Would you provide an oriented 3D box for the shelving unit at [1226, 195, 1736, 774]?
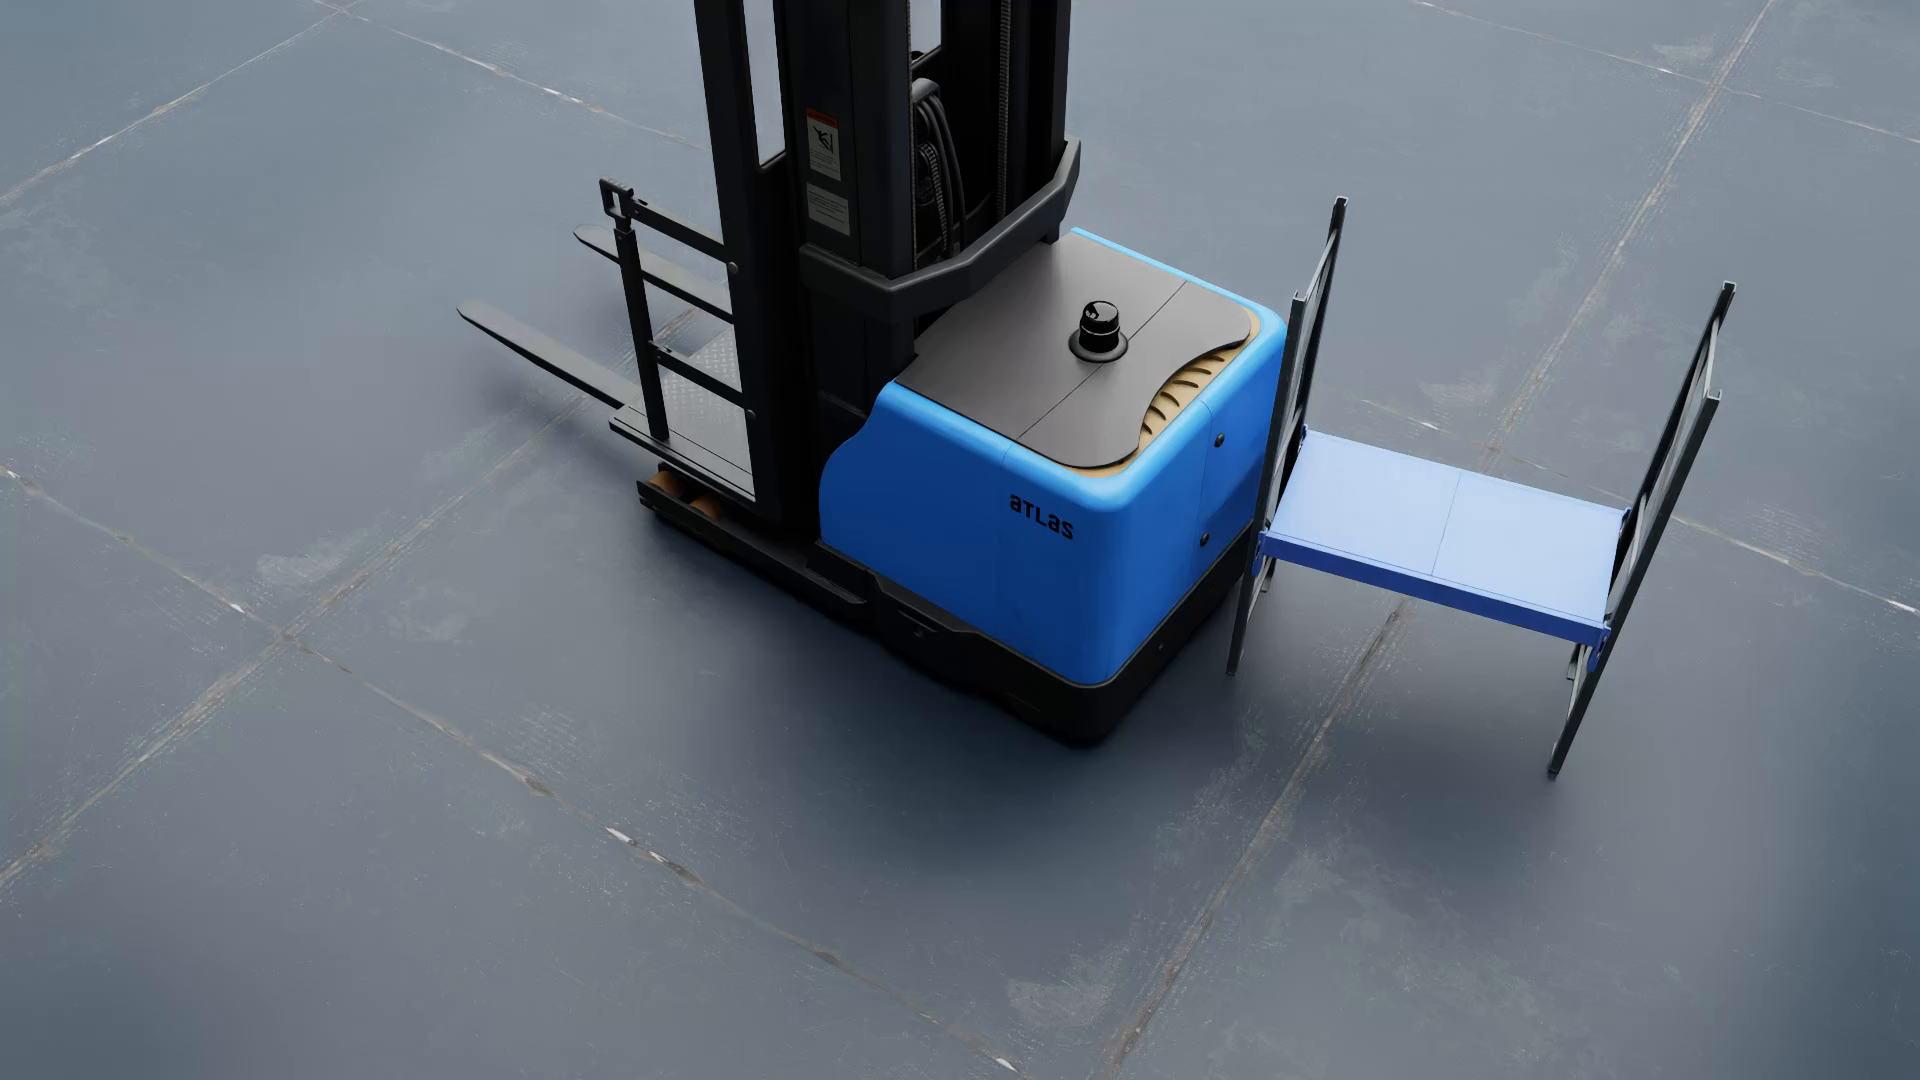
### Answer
[{"bbox_3d":[1.431,-0.119,4.820,1.048,1.500,0.538,16,48,15],"label":"shelving unit"}]

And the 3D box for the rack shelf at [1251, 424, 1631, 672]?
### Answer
[{"bbox_3d":[1.431,0.006,4.949,1.000,0.185,0.538,16,48,15],"label":"rack shelf"}]

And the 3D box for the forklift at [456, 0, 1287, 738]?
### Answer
[{"bbox_3d":[-0.499,-1.289,4.959,3.031,2.935,1.130,28,52,25],"label":"forklift"}]

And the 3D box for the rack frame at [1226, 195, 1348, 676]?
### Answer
[{"bbox_3d":[0.961,-0.257,4.954,0.032,1.500,0.500,16,48,15],"label":"rack frame"}]

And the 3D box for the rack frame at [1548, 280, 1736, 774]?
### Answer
[{"bbox_3d":[1.902,0.019,4.686,0.032,1.500,0.500,16,48,15],"label":"rack frame"}]
